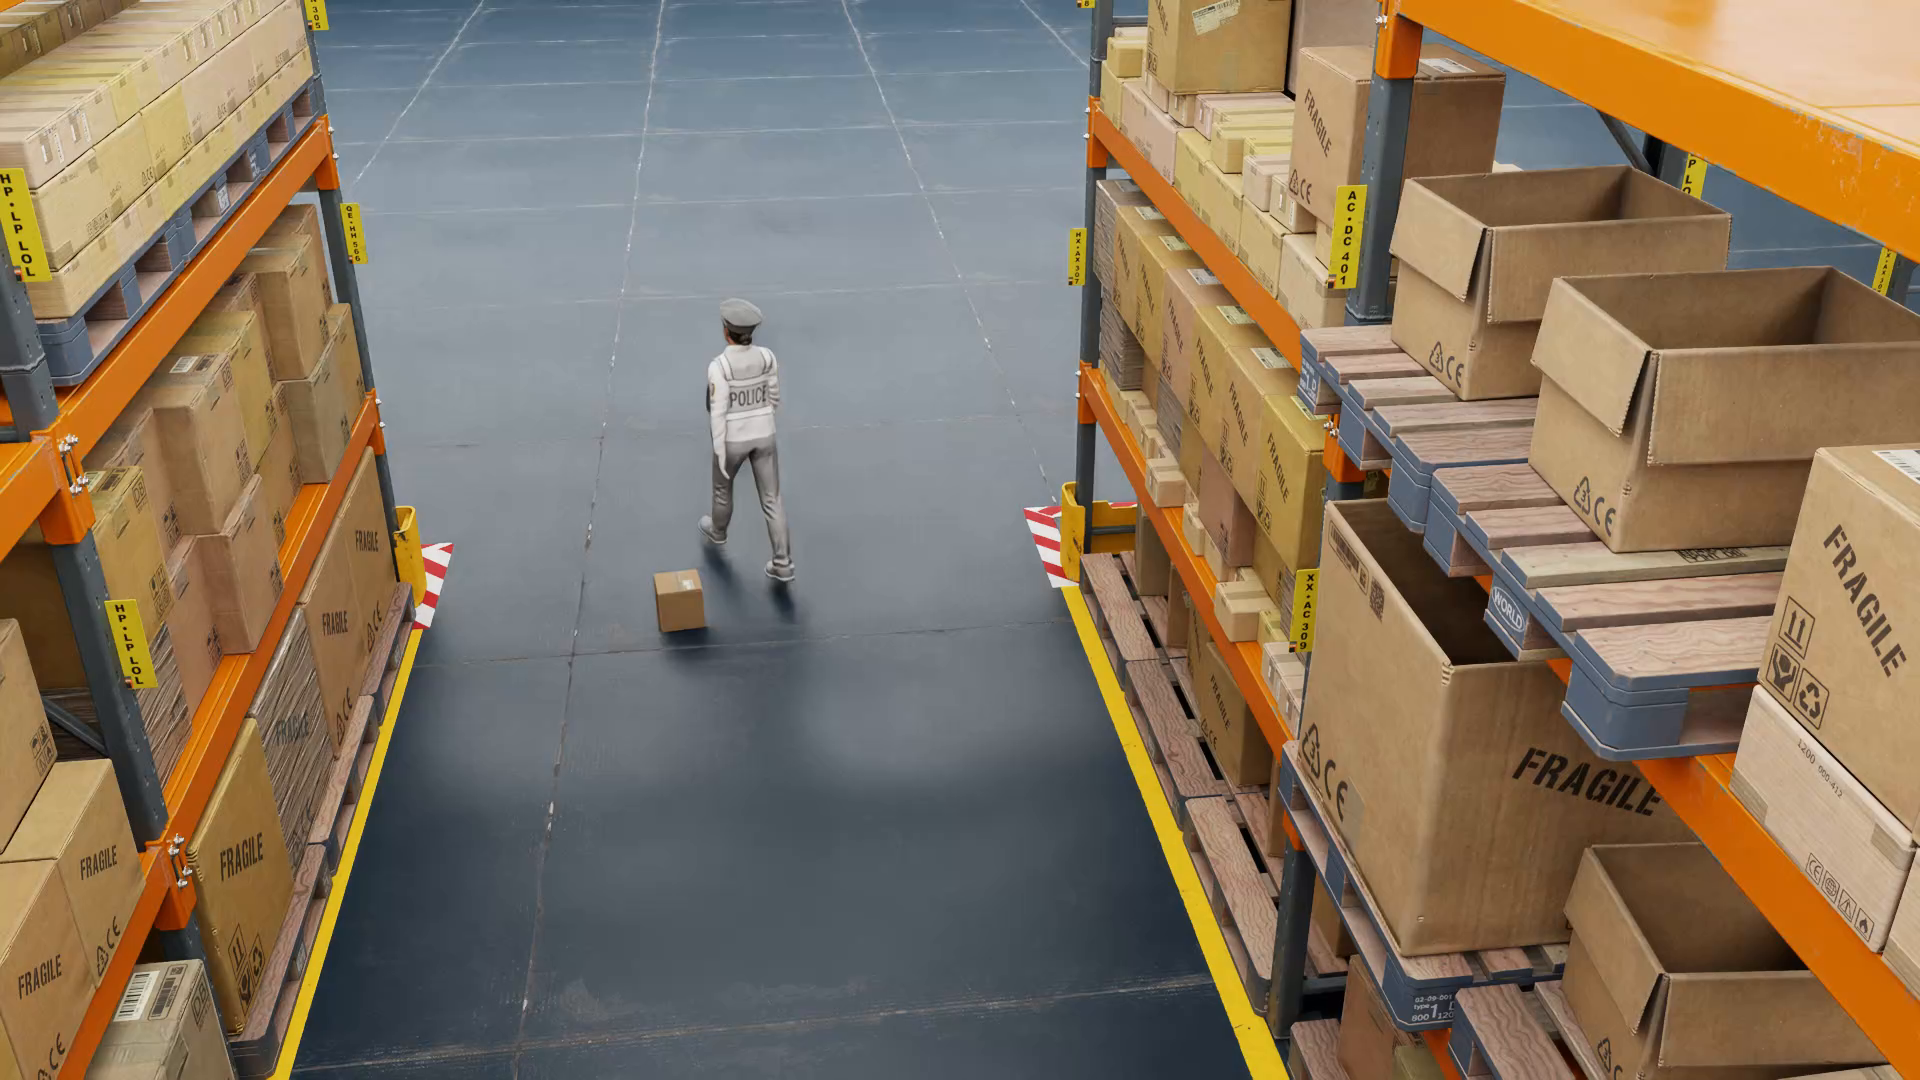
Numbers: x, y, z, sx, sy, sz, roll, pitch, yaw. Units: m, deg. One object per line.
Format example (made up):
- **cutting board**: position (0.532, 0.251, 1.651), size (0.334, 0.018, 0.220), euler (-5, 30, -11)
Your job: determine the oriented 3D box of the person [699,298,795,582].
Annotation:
- **person**: position (-1.269, -0.621, 9.785), size (0.481, 1.619, 1.016), euler (-14, 30, -24)
